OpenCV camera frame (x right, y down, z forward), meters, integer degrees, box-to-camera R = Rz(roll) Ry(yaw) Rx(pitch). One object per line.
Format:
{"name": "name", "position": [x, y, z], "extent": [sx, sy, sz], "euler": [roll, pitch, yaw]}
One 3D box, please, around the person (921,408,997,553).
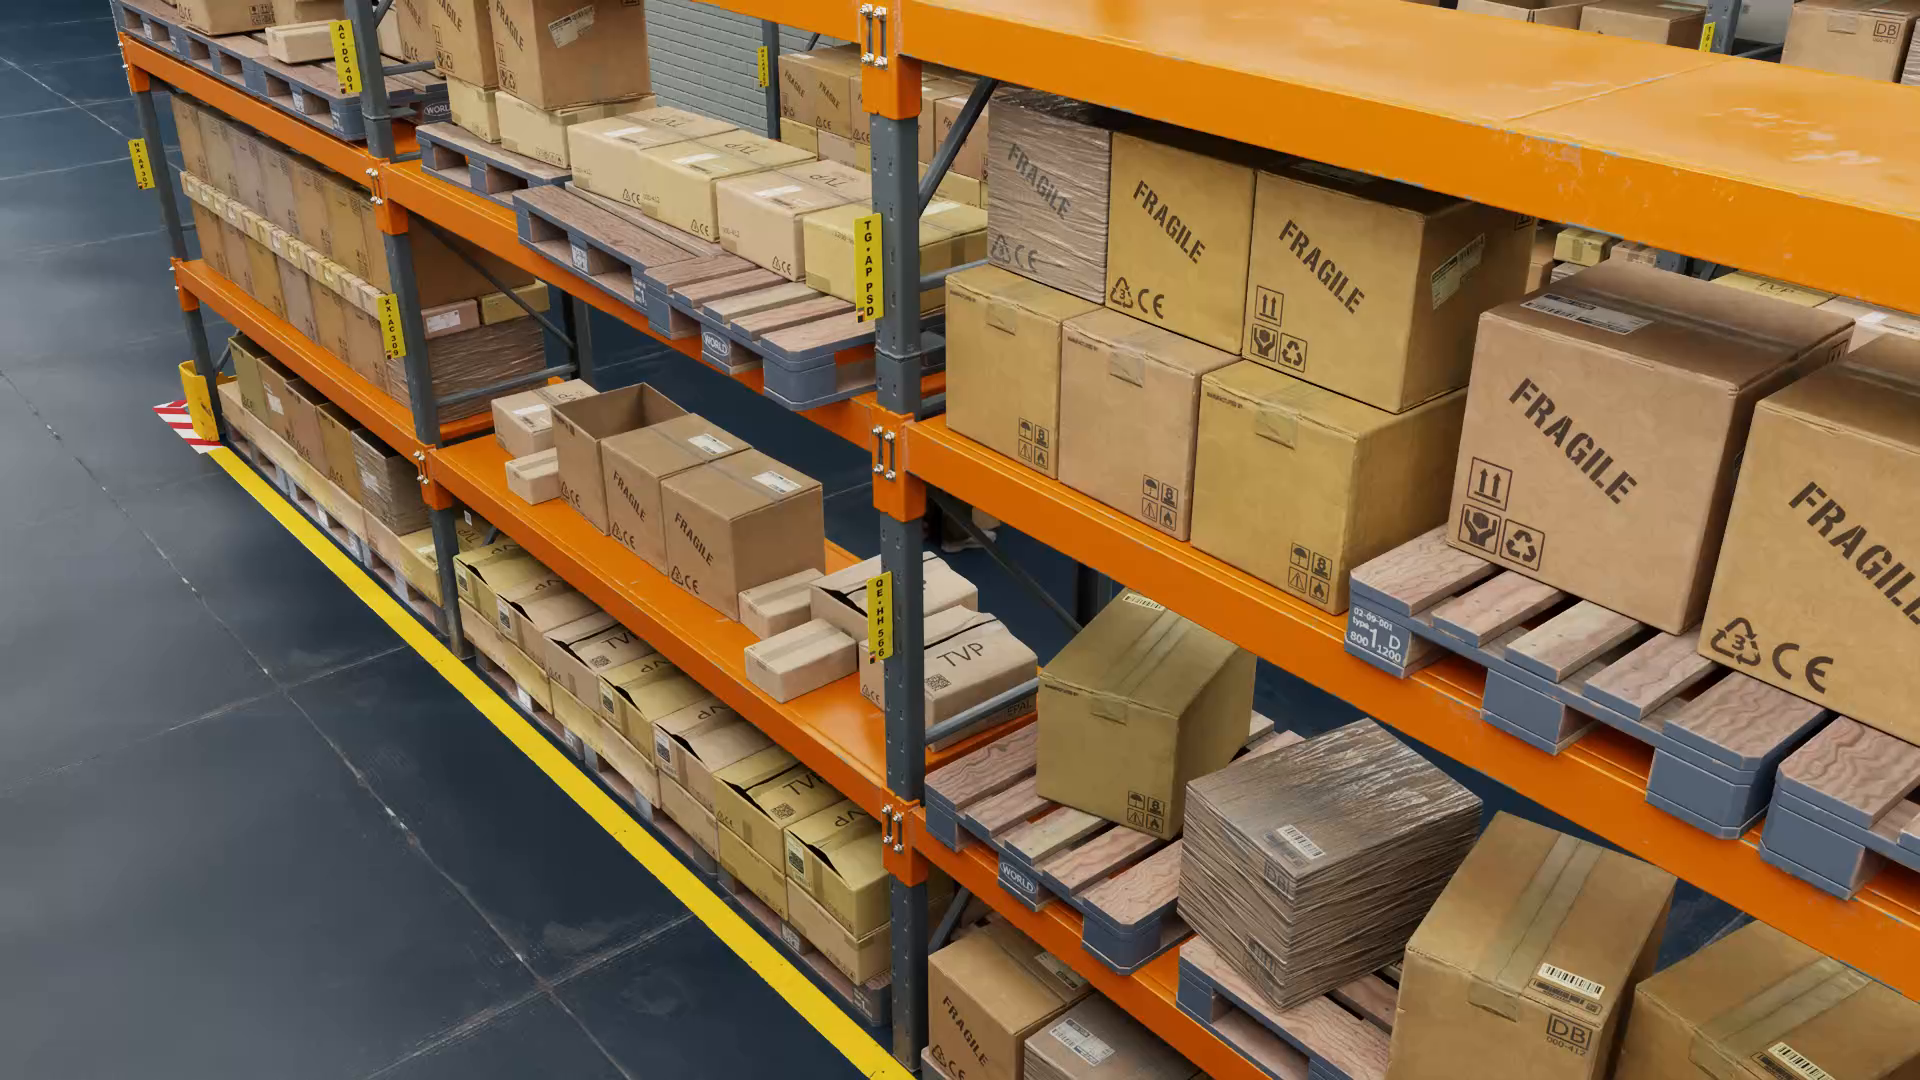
{"name": "person", "position": [-0.104, -0.807, 10.170], "extent": [0.429, 1.772, 0.646], "euler": [-24, 36, -38]}
